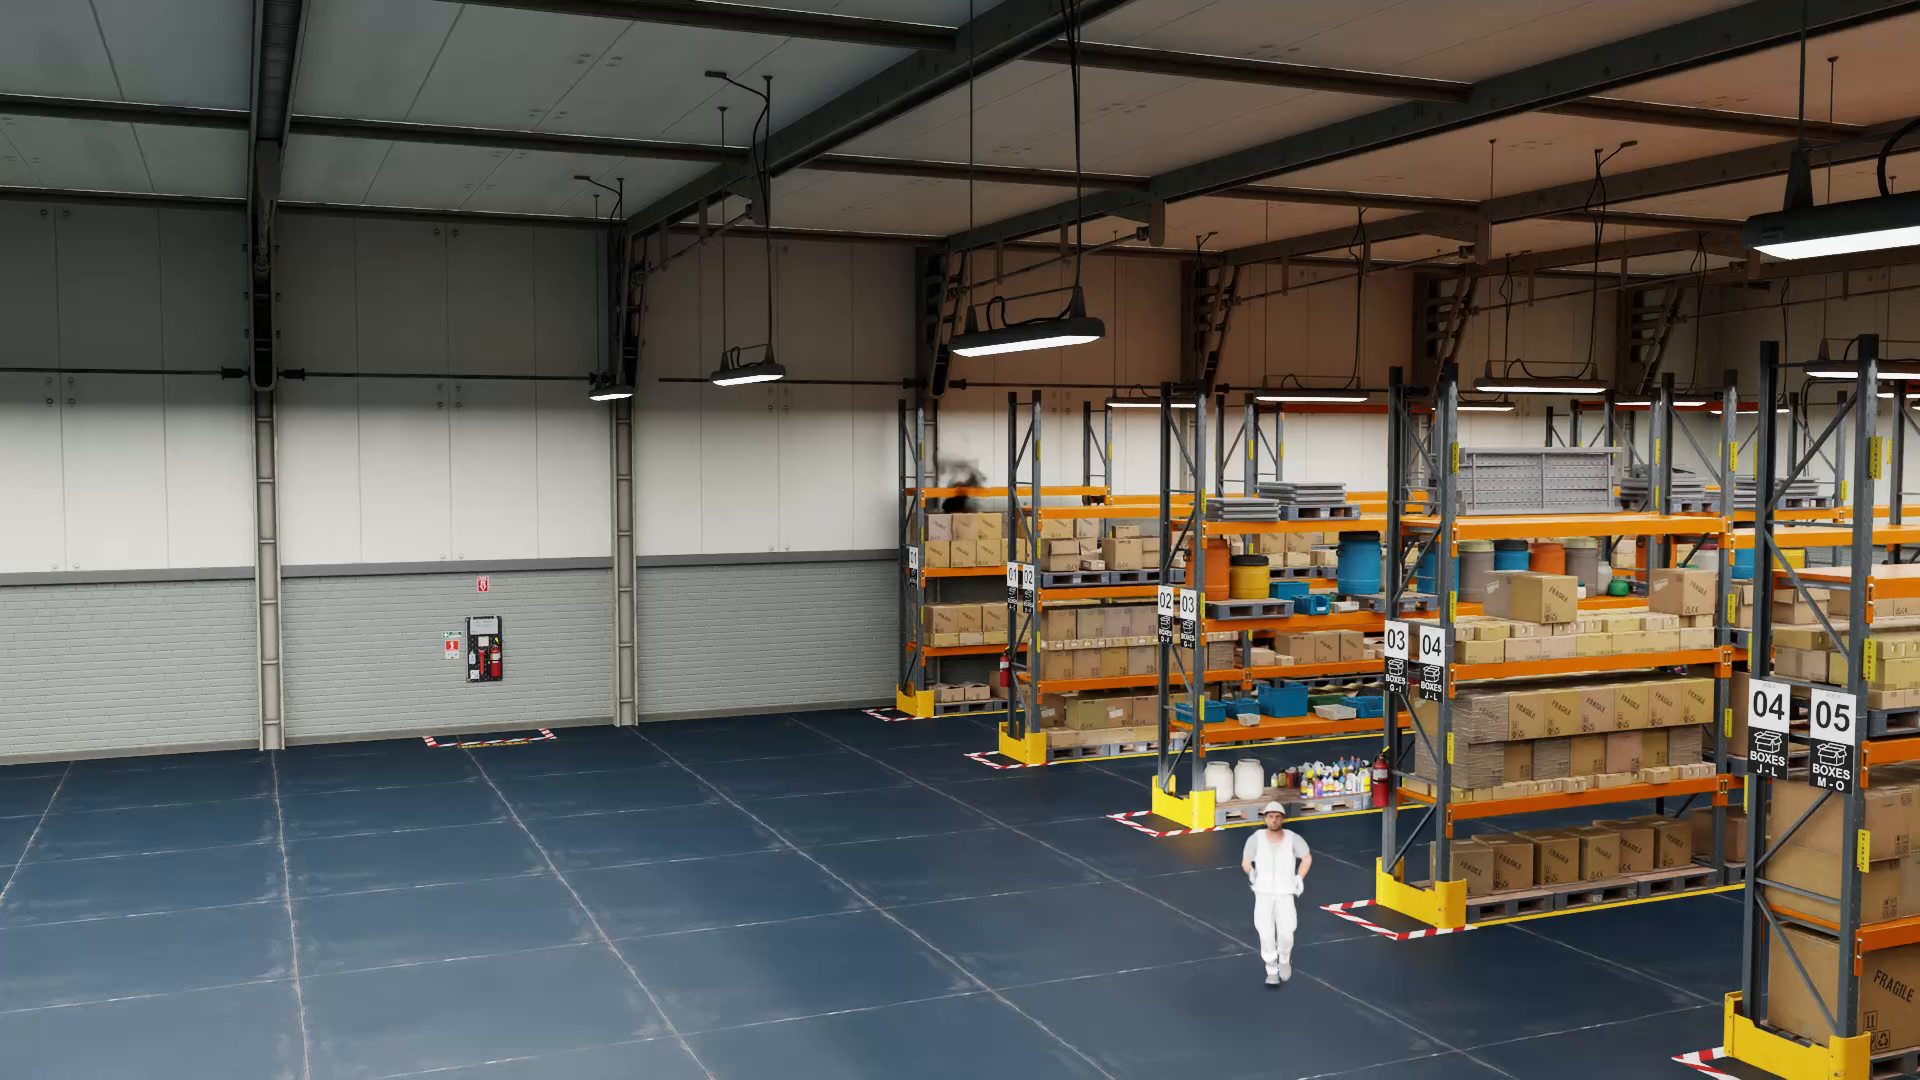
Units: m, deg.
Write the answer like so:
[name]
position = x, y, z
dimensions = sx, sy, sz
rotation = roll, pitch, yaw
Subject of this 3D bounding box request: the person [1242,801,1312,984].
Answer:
[person]
position = 2.979, 3.357, 15.715
dimensions = 0.644, 1.741, 0.578
rotation = 1, 3, 14
